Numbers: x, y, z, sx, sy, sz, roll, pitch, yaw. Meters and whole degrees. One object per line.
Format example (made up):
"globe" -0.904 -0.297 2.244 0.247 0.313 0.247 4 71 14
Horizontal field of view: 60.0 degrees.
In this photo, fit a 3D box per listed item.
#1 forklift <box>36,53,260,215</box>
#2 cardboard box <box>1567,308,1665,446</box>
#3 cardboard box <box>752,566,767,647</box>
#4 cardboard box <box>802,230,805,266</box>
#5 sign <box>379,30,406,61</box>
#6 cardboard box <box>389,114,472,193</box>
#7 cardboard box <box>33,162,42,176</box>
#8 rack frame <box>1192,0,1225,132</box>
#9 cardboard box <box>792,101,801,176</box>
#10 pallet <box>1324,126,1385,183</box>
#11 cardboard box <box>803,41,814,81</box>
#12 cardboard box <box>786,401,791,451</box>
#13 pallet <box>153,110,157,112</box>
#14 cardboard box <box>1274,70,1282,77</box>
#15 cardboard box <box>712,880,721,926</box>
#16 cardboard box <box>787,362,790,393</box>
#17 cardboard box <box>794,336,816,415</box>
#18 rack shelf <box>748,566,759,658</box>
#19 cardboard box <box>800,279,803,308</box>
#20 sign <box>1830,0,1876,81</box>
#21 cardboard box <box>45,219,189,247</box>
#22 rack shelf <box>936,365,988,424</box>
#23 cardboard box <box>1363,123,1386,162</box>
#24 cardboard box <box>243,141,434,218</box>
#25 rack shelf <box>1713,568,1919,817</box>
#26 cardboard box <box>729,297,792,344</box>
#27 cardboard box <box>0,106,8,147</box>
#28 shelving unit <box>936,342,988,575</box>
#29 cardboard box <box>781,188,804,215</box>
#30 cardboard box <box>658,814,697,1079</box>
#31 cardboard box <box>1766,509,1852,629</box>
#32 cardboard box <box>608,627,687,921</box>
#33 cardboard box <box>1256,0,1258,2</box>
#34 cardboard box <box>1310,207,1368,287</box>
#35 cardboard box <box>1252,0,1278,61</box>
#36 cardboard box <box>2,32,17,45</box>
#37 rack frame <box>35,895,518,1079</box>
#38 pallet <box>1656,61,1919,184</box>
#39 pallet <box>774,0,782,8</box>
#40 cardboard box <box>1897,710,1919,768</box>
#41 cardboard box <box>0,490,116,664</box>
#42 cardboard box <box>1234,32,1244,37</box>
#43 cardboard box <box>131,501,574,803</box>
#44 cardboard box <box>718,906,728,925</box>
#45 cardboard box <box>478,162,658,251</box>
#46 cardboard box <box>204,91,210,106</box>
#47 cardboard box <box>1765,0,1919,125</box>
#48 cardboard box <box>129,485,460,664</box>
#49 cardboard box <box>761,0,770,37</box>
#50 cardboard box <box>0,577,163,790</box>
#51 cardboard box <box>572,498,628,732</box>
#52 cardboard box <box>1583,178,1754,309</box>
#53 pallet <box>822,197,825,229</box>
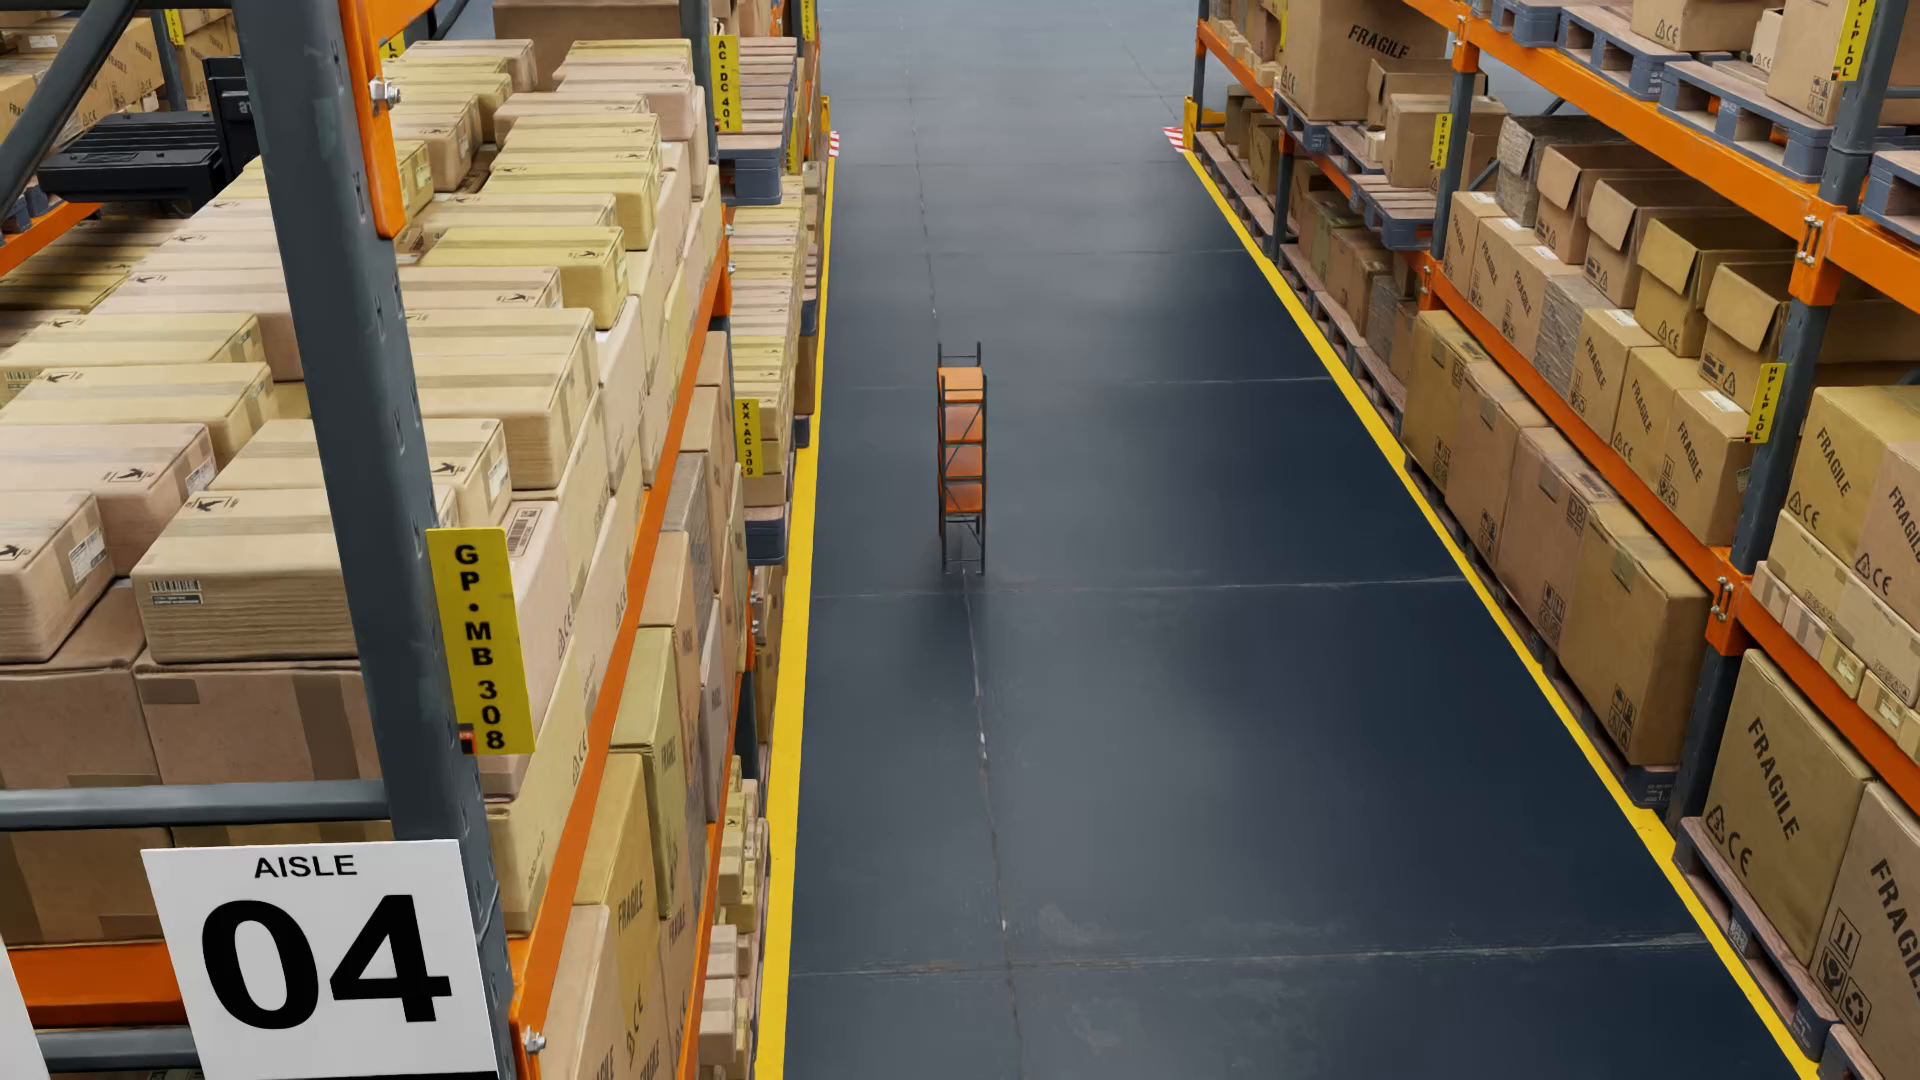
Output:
"forklift" -3.867 -1.062 8.617 3.031 2.935 1.130 -4 28 -7
"cardboard box" 3.261 -0.782 7.898 0.500 0.500 0.500 -2 28 -3
"cardboard box" -1.122 0.256 7.453 0.500 0.250 0.500 -3 28 -5
"cardboard box" -1.044 -1.578 9.028 0.380 0.149 0.250 -1 28 -1
"sign" -1.901 -1.705 5.546 0.100 0.325 0.005 -1 28 -3
"cardboard box" -1.521 -1.026 4.421 0.380 0.149 0.250 -2 28 -4
"cardboard box" -6.413 -2.521 11.158 0.380 0.149 0.250 0 28 -1
"rack frame" 2.985 -5.601 17.244 1.000 3.000 0.127 -1 28 -3
"cardboard box" -1.389 -2.789 11.746 0.500 0.500 0.500 -2 28 -3
"pallet" 3.258 -2.734 11.956 1.003 0.211 1.213 -1 28 -3
"cardboard box" -1.758 -4.422 14.824 0.875 0.550 0.550 -1 28 -3
"cardboard box" -0.938 -0.497 7.277 0.380 0.149 0.250 -1 28 -2
"pallet" -6.808 -3.073 12.605 1.003 0.211 1.213 -1 28 -3
"cardboard box" 2.932 -3.967 14.383 0.380 0.149 0.250 -1 28 -3
"cardboard box" -1.060 1.340 5.923 0.380 0.149 0.250 -1 28 -1
"cardboard box" -0.952 -0.744 7.429 0.380 0.149 0.250 -3 28 -5
"cardboard box" -1.498 -1.305 10.987 1.050 0.750 0.750 -2 28 -3
"rack shelf" -1.452 -0.590 8.416 1.077 0.370 4.000 -1 28 -3
"cardboard box" -1.037 -1.342 8.898 0.380 0.149 0.250 -2 28 -3
"sign" 3.070 -1.740 5.699 0.100 0.325 0.005 -1 28 -3
"cardboard box" -6.673 -2.293 13.290 0.950 0.372 0.625 -1 28 -2
"rack shelf" 0.009 -0.804 9.144 0.258 0.148 0.480 -1 28 -3
"cardboard box" 3.046 -2.796 11.559 0.396 0.266 0.258 -2 28 -4
"cardboard box" -1.553 -0.899 4.177 0.380 0.149 0.250 0 28 0
"rack shelf" 3.716 1.184 5.015 1.077 0.370 4.000 -1 28 -3
"cardboard box" -0.964 -0.998 7.594 0.380 0.149 0.250 -2 28 -3
"cardboard box" -6.321 -2.483 10.383 0.500 0.500 0.500 0 28 0
"shelving unit" 0.009 -0.456 9.326 0.258 1.200 0.503 -1 28 -3
"cardboard box" -1.062 -1.840 9.209 0.380 0.149 0.250 -2 28 -3
"cardboard box" -0.952 0.998 4.163 0.500 0.500 0.500 -1 28 -2
"cardboard box" 3.374 0.099 6.157 0.500 0.250 0.500 -2 28 -4
"cardboard box" -0.934 0.555 3.932 0.500 0.500 0.500 -2 28 -4
"cardboard box" 2.843 -5.036 14.651 0.500 0.500 0.500 -1 28 -3
"cardboard box" 3.210 -2.335 13.211 0.700 0.500 0.500 -2 28 -3
"cardboard box" 3.114 -4.599 14.895 0.875 0.500 0.500 -1 28 -3
"cardboard box" -6.938 -3.422 12.183 0.500 0.500 0.500 -1 28 -2
"rack frame" -1.138 1.861 2.937 1.000 3.000 0.127 -1 28 -3
"pallet" 3.514 -1.726 6.779 0.805 0.209 1.217 -2 28 -5
"pallet" -1.643 -3.375 9.938 1.213 0.211 1.003 0 28 0
"cardboard box" 3.352 0.680 5.475 0.380 0.149 0.250 -2 28 -3
"cardboard box" -1.449 0.053 2.351 0.380 0.149 0.250 -2 28 -3
"cardboard box" 2.833 -4.775 15.933 0.380 0.149 0.250 -1 28 -3
"cardboard box" -0.902 0.163 2.572 0.500 0.250 0.500 -1 28 -2
"cardboard box" -1.040 1.464 6.006 0.380 0.149 0.250 -1 28 -2
"cardboard box" -0.931 -0.797 3.981 0.380 0.149 0.250 -2 28 -4
"cardboard box" -6.464 -3.671 13.817 0.380 0.149 0.250 -1 28 -1
"cardboard box" 3.571 -1.887 6.318 0.700 0.500 0.500 -1 28 -1
"cardboard box" -0.928 0.044 2.368 0.380 0.149 0.250 -2 28 -3
"cardboard box" -1.233 -2.719 8.368 0.500 0.500 0.500 -1 28 -3
"cardboard box" -1.416 0.170 2.559 0.500 0.250 0.500 -2 28 -4
"cardboard box" -0.930 0.141 3.154 0.500 0.250 0.500 -1 28 -1
"cardboard box" 3.497 -1.447 8.087 0.797 0.503 0.637 -1 28 -1
"pallet" -1.726 -2.797 14.884 1.003 0.211 1.213 -1 28 -3
